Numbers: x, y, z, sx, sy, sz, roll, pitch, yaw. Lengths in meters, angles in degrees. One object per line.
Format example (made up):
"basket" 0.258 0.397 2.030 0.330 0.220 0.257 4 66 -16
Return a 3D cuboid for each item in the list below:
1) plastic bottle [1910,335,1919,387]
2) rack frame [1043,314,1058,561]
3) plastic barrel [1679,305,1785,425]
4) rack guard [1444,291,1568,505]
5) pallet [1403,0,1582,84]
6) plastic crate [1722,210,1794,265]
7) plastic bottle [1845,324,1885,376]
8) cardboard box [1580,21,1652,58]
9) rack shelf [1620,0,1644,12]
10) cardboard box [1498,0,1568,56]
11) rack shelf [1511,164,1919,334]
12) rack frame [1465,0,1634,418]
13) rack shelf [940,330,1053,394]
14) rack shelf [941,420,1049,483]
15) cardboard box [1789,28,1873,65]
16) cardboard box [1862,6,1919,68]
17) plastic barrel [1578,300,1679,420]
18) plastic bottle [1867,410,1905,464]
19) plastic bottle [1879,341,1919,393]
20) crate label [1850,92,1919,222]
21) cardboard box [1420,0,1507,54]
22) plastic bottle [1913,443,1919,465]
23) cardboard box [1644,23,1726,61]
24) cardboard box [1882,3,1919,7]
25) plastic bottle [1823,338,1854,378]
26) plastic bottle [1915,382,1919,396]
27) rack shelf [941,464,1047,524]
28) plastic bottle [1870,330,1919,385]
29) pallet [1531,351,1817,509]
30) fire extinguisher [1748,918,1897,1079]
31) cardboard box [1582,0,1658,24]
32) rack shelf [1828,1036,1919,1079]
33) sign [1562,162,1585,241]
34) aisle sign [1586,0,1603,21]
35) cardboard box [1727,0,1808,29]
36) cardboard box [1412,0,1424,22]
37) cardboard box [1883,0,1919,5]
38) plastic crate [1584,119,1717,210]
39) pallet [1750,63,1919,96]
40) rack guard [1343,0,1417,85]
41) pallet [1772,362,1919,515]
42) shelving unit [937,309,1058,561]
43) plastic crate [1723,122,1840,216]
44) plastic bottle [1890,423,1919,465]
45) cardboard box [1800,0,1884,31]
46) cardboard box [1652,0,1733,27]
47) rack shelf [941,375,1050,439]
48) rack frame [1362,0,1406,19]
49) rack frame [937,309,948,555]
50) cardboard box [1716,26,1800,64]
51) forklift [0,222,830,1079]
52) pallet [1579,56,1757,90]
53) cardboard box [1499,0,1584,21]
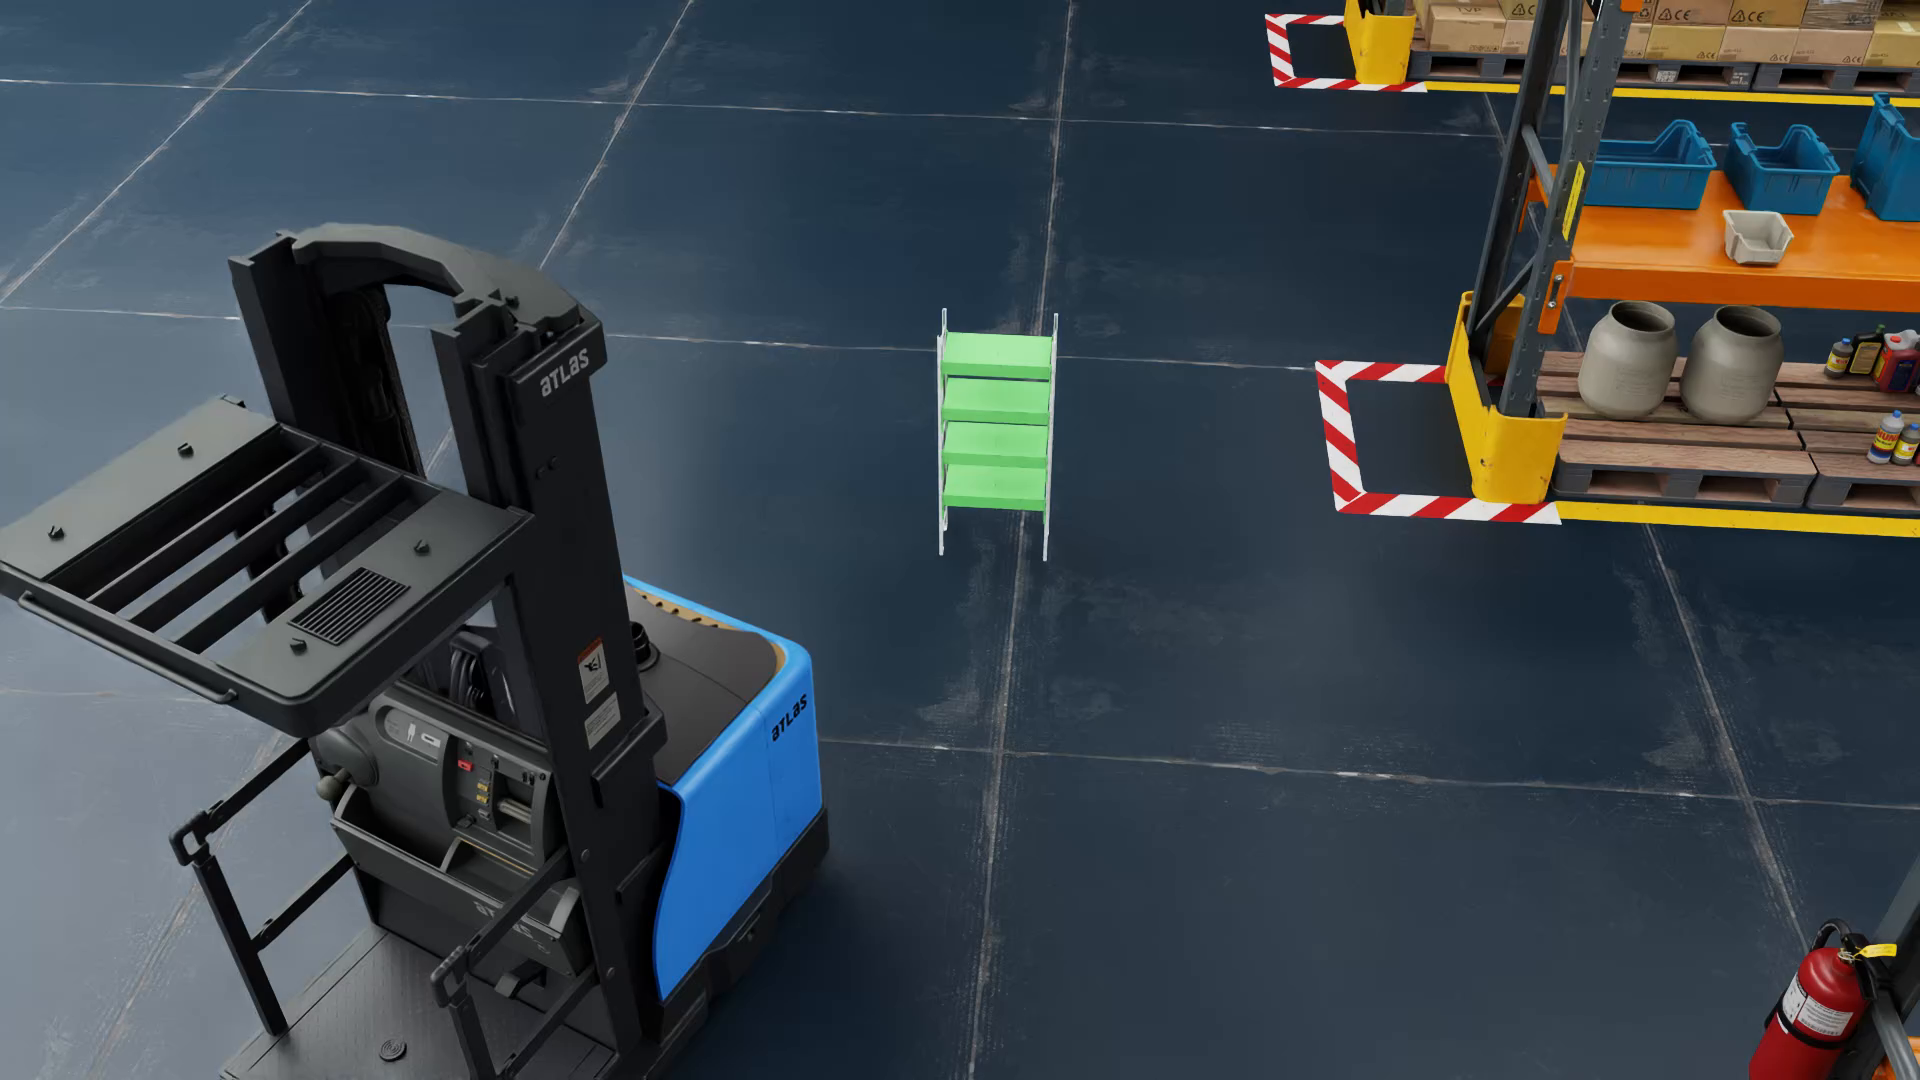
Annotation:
"plastic bottle" 4.924 -0.936 8.503 0.135 0.276 0.152 2 39 3
"rack frame" 0.408 -0.443 7.514 0.015 1.200 0.240 3 39 4
"plastic barrel" 3.831 -0.867 8.248 0.421 0.512 0.421 0 39 0
"rack guard" 2.749 -0.740 8.434 0.348 0.500 1.175 3 39 4
"pallet" 3.866 -3.702 12.302 1.213 0.211 1.003 3 39 4
"plastic crate" 3.533 -1.331 7.388 0.250 0.136 0.298 3 39 4
"plastic bottle" 4.655 -0.982 8.554 0.133 0.283 0.061 4 39 5
"cardboard box" 4.612 -3.674 11.904 0.500 0.250 0.500 3 39 4
"rack shelf" 4.662 -2.459 6.760 4.000 0.370 1.077 3 39 4
"cardboard box" 4.114 -3.702 11.937 0.500 0.250 0.500 3 39 4
"rack shelf" 4.662 -1.296 7.707 4.000 0.370 1.077 3 39 4
"rack frame" 2.669 -1.684 7.613 0.127 3.000 1.000 3 39 4
"rack shelf" 0.165 -0.779 7.268 0.480 0.148 0.258 3 39 4
"rack shelf" 0.165 -0.407 7.571 0.480 0.148 0.258 3 39 4
"cardboard box" 6.107 -3.599 11.811 0.500 0.250 0.500 3 39 4
"cardboard box" 6.605 -3.566 11.770 0.500 0.250 0.500 3 39 4
"plastic barrel" 3.332 -0.894 8.281 0.421 0.512 0.421 0 39 0
"plastic bottle" 4.449 -0.502 7.974 0.097 0.271 0.097 0 39 0
"plastic bottle" 4.777 -0.879 8.427 0.133 0.283 0.061 3 39 4
"crate label" 4.526 -1.768 7.688 0.616 0.435 0.502 3 39 4
"cardboard box" 3.615 -3.726 11.968 0.500 0.250 0.500 3 39 4
"plastic bottle" 4.673 -0.483 7.941 0.133 0.283 0.061 4 39 5
"cardboard box" 5.110 -3.644 11.866 0.500 0.250 0.500 3 39 4
"cardboard box" 6.650 -3.894 12.173 0.500 0.250 0.500 3 39 4
"plastic bottle" 4.537 -0.945 8.574 0.097 0.201 0.097 0 39 0
"plastic bottle" 4.932 -0.827 8.429 0.097 0.201 0.097 0 39 0
"rack shelf" 0.165 -0.221 7.722 0.480 0.148 0.258 3 39 4
"plastic bottle" 4.786 -0.943 8.512 0.135 0.276 0.152 3 39 4
"pallet" 3.558 -0.580 8.466 1.213 0.211 1.003 3 39 4
"fire extinguisher" 2.168 1.165 4.174 0.183 0.674 0.296 3 39 4
"cardboard box" 4.613 -3.972 11.676 0.500 0.500 0.500 3 39 4
"rack shelf" 4.234 1.819 3.880 4.000 0.370 1.077 3 39 4
"sign" 2.617 -1.446 7.101 0.005 0.325 0.100 3 39 4
"aisle sign" 2.572 -2.512 6.571 0.004 0.787 0.394 3 39 4
"cardboard box" 5.609 -3.916 11.607 0.500 0.500 0.500 3 39 4
"cardboard box" 3.660 -4.052 12.368 0.500 0.250 0.500 3 39 4
"cardboard box" 6.650 -4.191 11.944 0.500 0.500 0.500 3 39 4
"plastic crate" 3.194 -1.787 7.858 0.616 0.251 0.499 3 39 4
"pallet" 6.297 -3.570 12.139 1.213 0.211 1.003 3 39 4
"rack guard" 3.076 -3.831 12.231 0.348 0.500 1.175 3 39 4
"pallet" 4.770 -0.512 8.383 1.213 0.211 1.003 3 39 4
"shelving unit" 0.165 -0.456 7.531 0.503 1.200 0.258 3 39 4
"plastic crate" 3.840 -1.748 7.810 0.408 0.251 0.499 3 39 4
"plastic bottle" 4.552 -0.469 7.989 0.097 0.201 0.097 0 39 0
"cardboard box" 6.107 -3.891 11.576 0.500 0.500 0.500 3 39 4
"cardboard box" 5.110 -3.934 11.629 0.500 0.500 0.500 3 39 4
"rack shelf" 0.165 -0.593 7.419 0.480 0.148 0.258 3 39 4
"rack frame" 3.100 -4.799 11.440 0.127 3.000 1.000 3 39 4
"rack frame" -0.078 -0.470 7.547 0.015 1.200 0.240 3 39 4
"cardboard box" 5.608 -3.617 11.833 0.500 0.250 0.500 3 39 4
"forklift" -1.658 0.735 4.696 1.130 2.935 3.031 19 43 22
"pallet" 5.078 -3.634 12.218 1.213 0.211 1.003 3 39 4
"cardboard box" 4.114 -3.991 11.699 0.500 0.500 0.500 3 39 4
